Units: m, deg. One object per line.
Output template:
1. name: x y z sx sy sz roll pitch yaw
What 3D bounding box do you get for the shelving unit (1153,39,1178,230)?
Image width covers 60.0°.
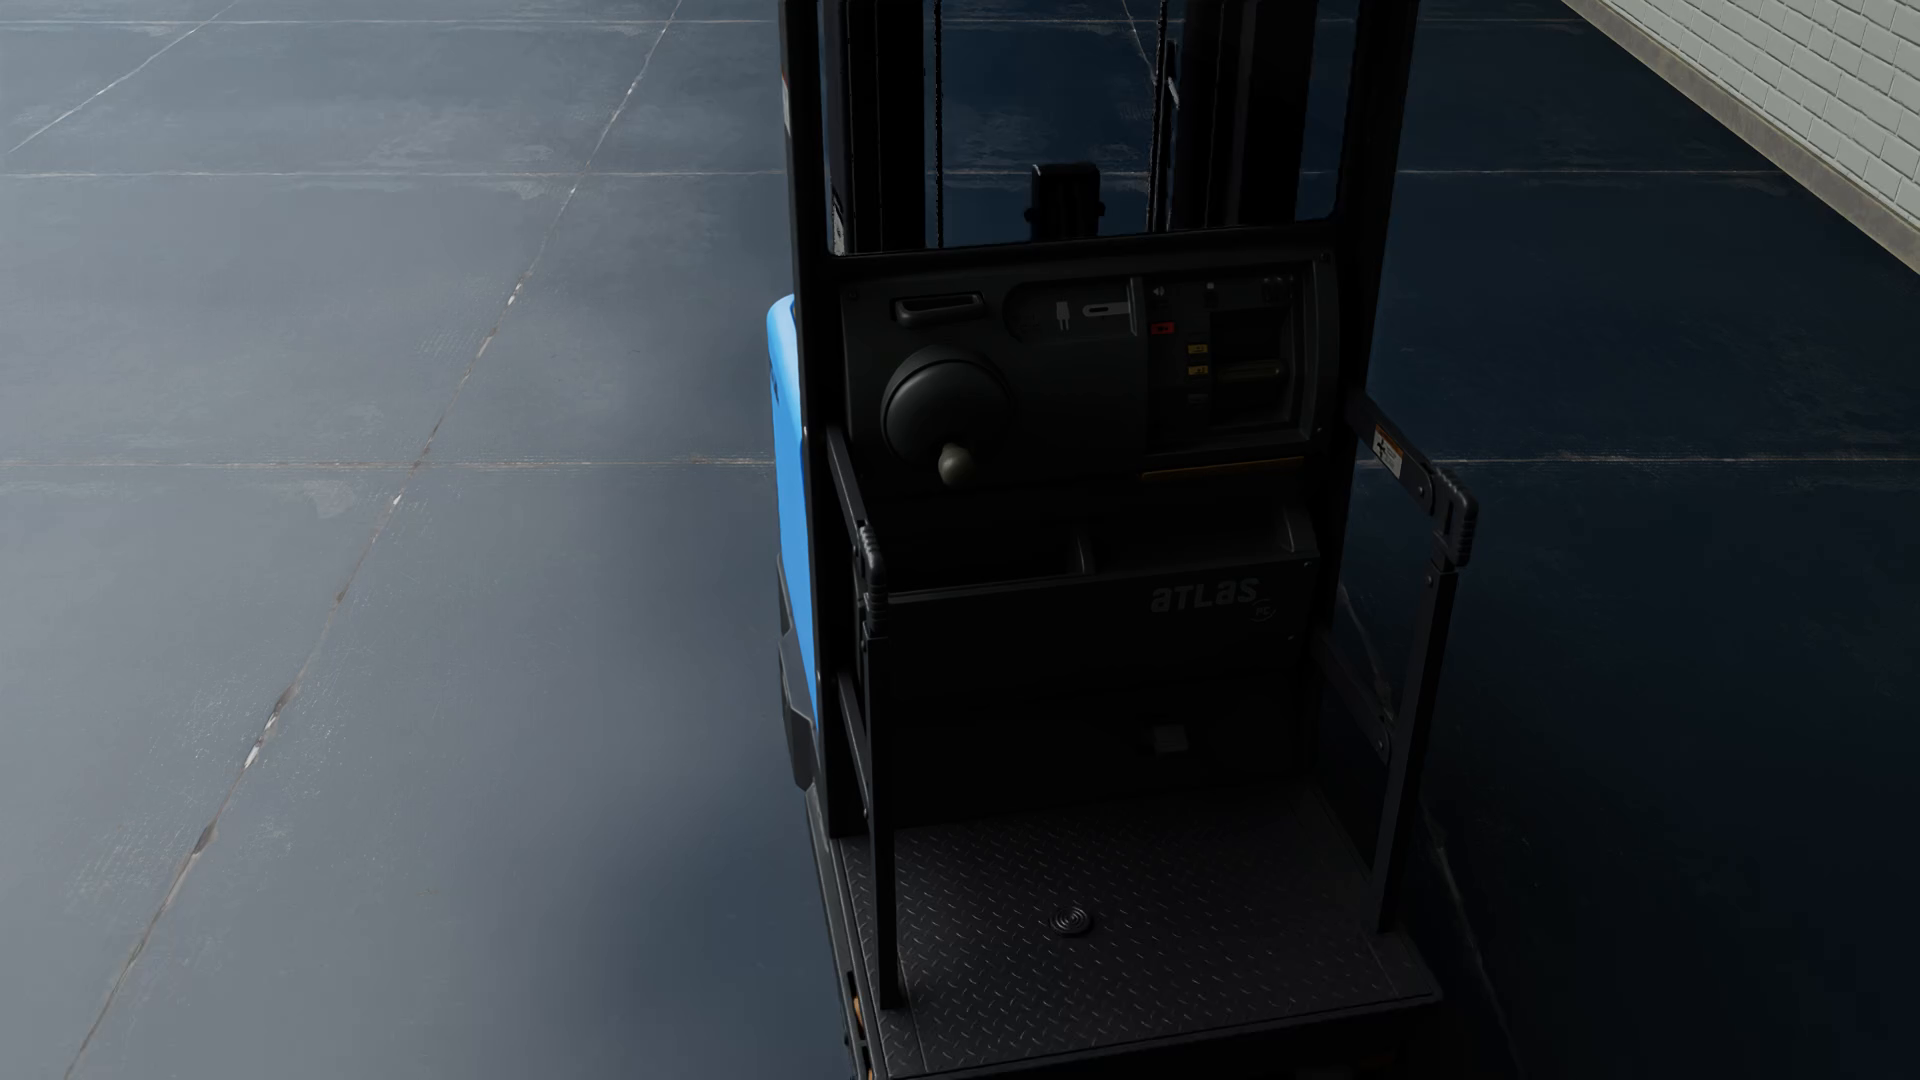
1. shelving unit: 0.085 -0.641 4.861 1.048 1.500 0.538 0 31 0

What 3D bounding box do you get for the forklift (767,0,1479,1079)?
1. forklift: 0.293 -0.267 2.865 1.130 2.935 3.031 -6 32 -10

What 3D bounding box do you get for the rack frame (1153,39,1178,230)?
1. rack frame: 0.594 -0.643 4.864 0.032 1.500 0.500 0 31 0
